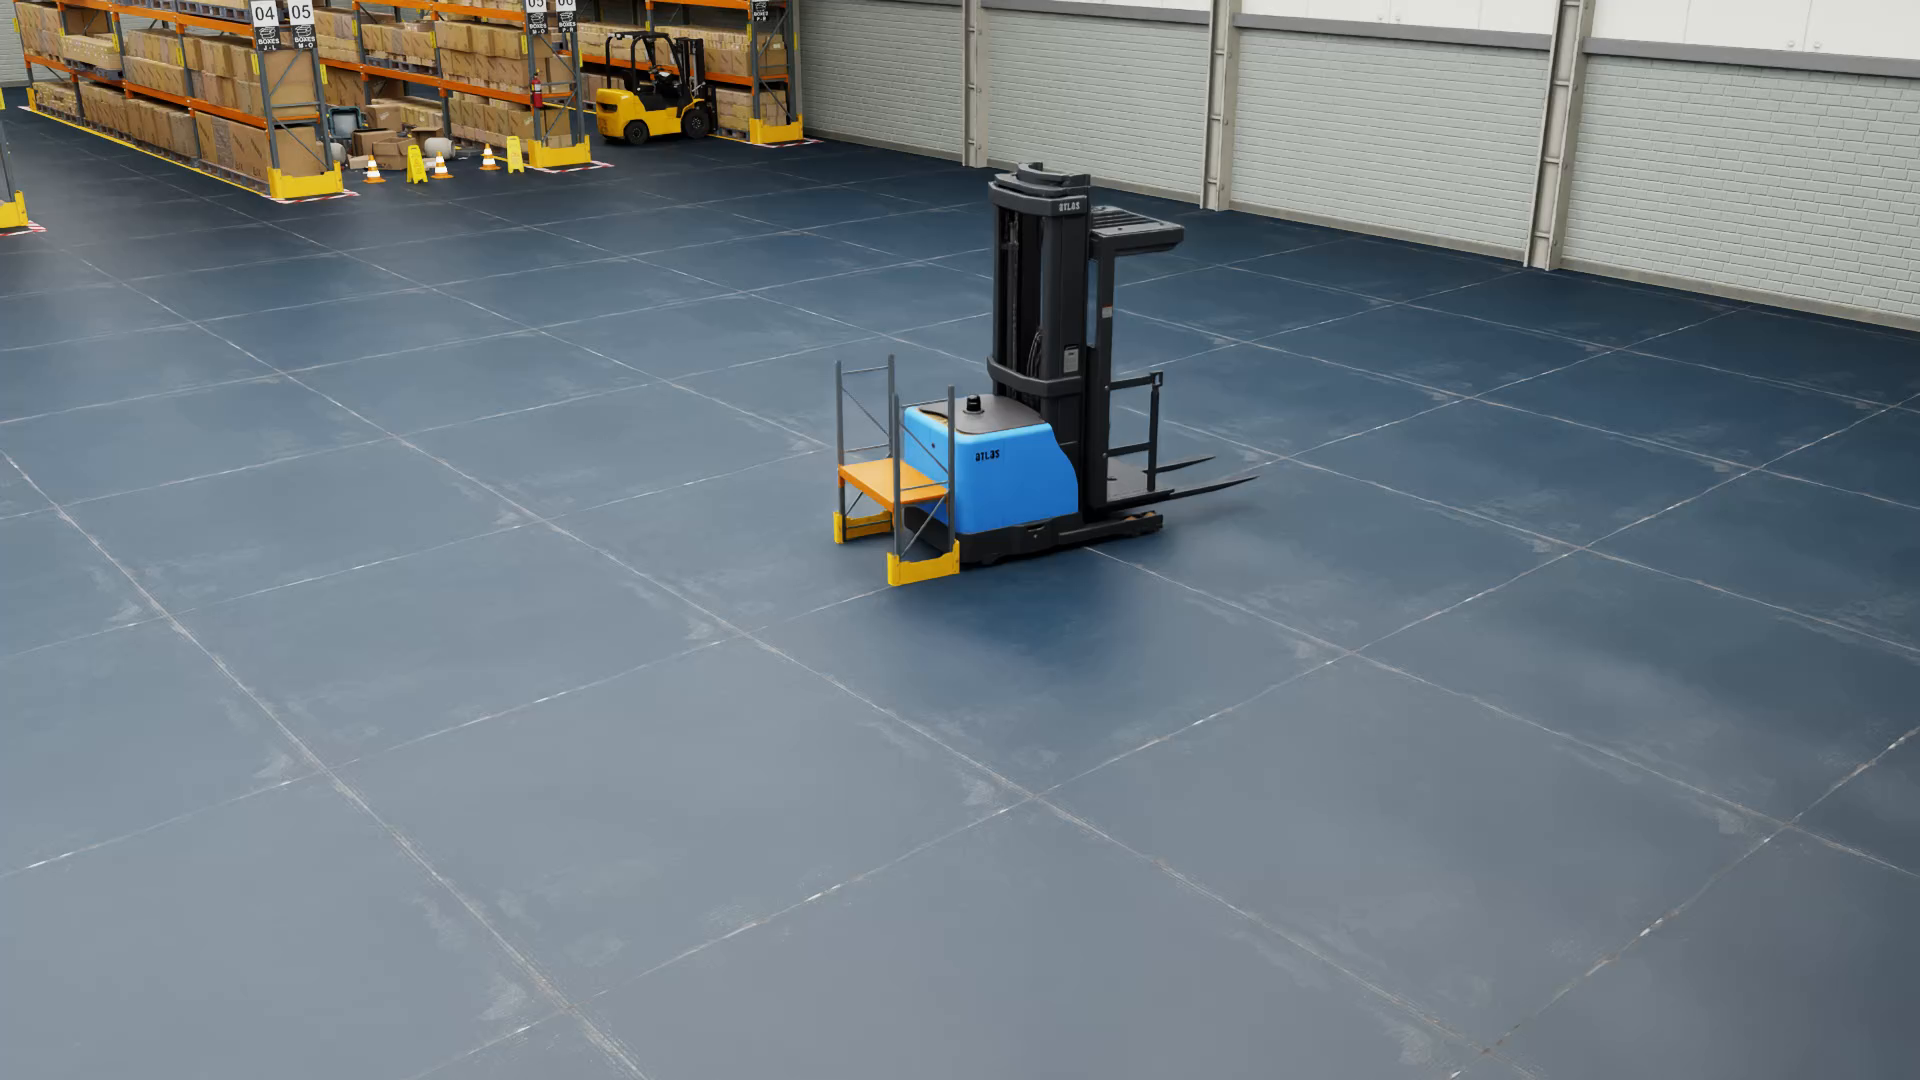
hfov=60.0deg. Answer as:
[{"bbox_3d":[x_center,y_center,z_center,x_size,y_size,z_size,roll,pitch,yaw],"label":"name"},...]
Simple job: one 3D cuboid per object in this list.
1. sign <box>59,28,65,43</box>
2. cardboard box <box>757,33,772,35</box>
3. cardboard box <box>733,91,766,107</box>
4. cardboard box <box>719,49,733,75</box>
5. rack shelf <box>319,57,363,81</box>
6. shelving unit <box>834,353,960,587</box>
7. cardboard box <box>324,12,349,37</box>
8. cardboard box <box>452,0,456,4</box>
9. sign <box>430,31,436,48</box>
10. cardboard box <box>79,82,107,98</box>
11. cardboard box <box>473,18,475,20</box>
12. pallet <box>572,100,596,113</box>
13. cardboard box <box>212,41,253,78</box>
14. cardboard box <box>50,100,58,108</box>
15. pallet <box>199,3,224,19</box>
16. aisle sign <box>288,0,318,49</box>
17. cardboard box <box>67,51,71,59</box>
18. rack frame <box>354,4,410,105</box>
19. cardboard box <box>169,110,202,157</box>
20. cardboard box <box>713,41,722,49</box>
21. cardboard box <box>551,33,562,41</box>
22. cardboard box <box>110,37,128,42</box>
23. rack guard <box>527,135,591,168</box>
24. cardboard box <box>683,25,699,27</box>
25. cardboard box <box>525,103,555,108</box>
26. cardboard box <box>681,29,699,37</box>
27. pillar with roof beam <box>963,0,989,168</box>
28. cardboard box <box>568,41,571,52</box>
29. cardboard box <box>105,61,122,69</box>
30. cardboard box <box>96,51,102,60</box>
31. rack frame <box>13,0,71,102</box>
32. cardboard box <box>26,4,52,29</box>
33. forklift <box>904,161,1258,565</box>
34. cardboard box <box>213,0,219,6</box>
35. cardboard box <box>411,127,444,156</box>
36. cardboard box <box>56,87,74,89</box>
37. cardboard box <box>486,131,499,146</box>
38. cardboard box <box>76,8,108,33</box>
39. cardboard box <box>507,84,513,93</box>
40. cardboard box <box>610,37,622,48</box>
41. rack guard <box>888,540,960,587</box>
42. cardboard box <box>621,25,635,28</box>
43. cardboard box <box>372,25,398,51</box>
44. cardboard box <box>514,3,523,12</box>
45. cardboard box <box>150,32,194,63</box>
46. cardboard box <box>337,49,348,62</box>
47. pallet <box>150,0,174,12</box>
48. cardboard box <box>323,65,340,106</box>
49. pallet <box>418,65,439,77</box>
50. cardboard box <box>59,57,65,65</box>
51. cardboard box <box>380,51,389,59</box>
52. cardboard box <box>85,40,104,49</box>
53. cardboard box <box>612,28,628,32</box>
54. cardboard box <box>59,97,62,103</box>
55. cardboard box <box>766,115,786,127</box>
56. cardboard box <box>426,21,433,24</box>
[{"bbox_3d":[-19.535,-10.973,36.201,0.100,0.325,0.005,-17,27,-37],"label":"sign"},{"bbox_3d":[-4.038,-10.494,34.730,0.380,0.149,0.250,-16,27,-36],"label":"cardboard box"},{"bbox_3d":[-4.391,-9.209,34.706,0.500,0.250,0.500,-16,27,-36],"label":"cardboard box"},{"bbox_3d":[-4.706,-10.041,34.869,0.500,0.500,0.500,-16,27,-36],"label":"cardboard box"},{"bbox_3d":[-14.139,-11.020,38.494,1.077,0.370,4.000,-17,27,-37],"label":"rack shelf"},{"bbox_3d":[-0.510,-0.567,12.874,0.587,1.500,1.083,-11,24,-26],"label":"shelving unit"},{"bbox_3d":[-14.030,-11.674,37.669,0.500,0.500,0.500,-17,27,-37],"label":"cardboard box"},{"bbox_3d":[-9.831,-10.705,32.934,0.380,0.149,0.250,-17,27,-37],"label":"cardboard box"},{"bbox_3d":[-10.641,-10.104,33.580,0.100,0.325,0.005,-17,27,-37],"label":"sign"},{"bbox_3d":[-18.847,-9.815,36.255,0.500,0.250,0.500,-19,28,-40],"label":"cardboard box"},{"bbox_3d":[-12.800,-13.775,44.339,0.500,0.250,0.500,-18,27,-38],"label":"cardboard box"},{"bbox_3d":[-8.568,-10.450,39.876,1.003,0.211,1.213,-17,27,-37],"label":"pallet"},{"bbox_3d":[-12.645,-8.503,29.394,0.875,0.550,0.500,-17,27,-37],"label":"cardboard box"},{"bbox_3d":[-20.821,-10.100,38.491,0.380,0.149,0.250,-19,28,-40],"label":"cardboard box"},{"bbox_3d":[-12.589,-9.281,29.076,1.003,0.211,1.213,-17,27,-37],"label":"pallet"},{"bbox_3d":[-11.022,-8.648,27.887,0.394,0.787,0.004,-17,27,-37],"label":"aisle sign"},{"bbox_3d":[-19.035,-10.487,35.914,0.380,0.149,0.250,-17,27,-37],"label":"cardboard box"},{"bbox_3d":[-12.834,-10.803,36.952,1.000,3.000,0.127,-17,27,-37],"label":"rack frame"},{"bbox_3d":[-14.380,-7.789,31.768,1.050,0.750,0.750,-18,27,-38],"label":"cardboard box"},{"bbox_3d":[-4.968,-10.436,34.990,0.380,0.149,0.250,-19,28,-39],"label":"cardboard box"},{"bbox_3d":[-9.795,-12.154,40.171,0.380,0.149,0.250,-17,27,-36],"label":"cardboard box"},{"bbox_3d":[-17.869,-10.632,35.470,0.380,0.149,0.250,-19,28,-40],"label":"cardboard box"},{"bbox_3d":[-7.662,-7.450,31.818,1.175,0.500,0.348,-17,27,-37],"label":"rack guard"},{"bbox_3d":[-5.895,-11.272,36.716,0.380,0.149,0.250,-18,28,-39],"label":"cardboard box"},{"bbox_3d":[-8.289,-8.295,32.717,0.500,0.500,0.500,-19,28,-39],"label":"cardboard box"},{"bbox_3d":[-5.789,-10.929,35.839,0.380,0.149,0.250,-18,28,-38],"label":"cardboard box"},{"bbox_3d":[-2.971,-10.293,27.424,9.100,9.000,0.400,-17,27,-37],"label":"pillar with roof beam"},{"bbox_3d":[-8.971,-11.735,39.537,0.500,0.250,0.500,-17,27,-37],"label":"cardboard box"},{"bbox_3d":[-17.188,-9.702,33.910,0.380,0.149,0.250,-17,27,-37],"label":"cardboard box"},{"bbox_3d":[-17.535,-9.987,34.230,0.380,0.149,0.250,-17,27,-36],"label":"cardboard box"},{"bbox_3d":[-21.740,-11.807,39.515,1.000,3.000,0.127,-17,27,-37],"label":"rack frame"},{"bbox_3d":[-20.991,-11.983,38.050,0.500,0.500,0.500,-18,28,-39],"label":"cardboard box"},{"bbox_3d":[1.081,-1.541,13.399,3.031,2.935,1.130,-12,24,-27],"label":"forklift"},{"bbox_3d":[-12.599,-9.270,28.558,0.380,0.149,0.250,-17,27,-37],"label":"cardboard box"},{"bbox_3d":[-10.554,-7.915,33.003,0.500,0.500,0.500,0,21,-1],"label":"cardboard box"},{"bbox_3d":[-20.545,-10.321,38.239,0.380,0.149,0.250,-17,27,-37],"label":"cardboard box"},{"bbox_3d":[-9.021,-7.955,32.877,0.500,0.250,0.500,-19,28,-39],"label":"cardboard box"},{"bbox_3d":[-19.239,-11.535,36.905,0.500,0.500,0.500,-17,27,-36],"label":"cardboard box"},{"bbox_3d":[-8.419,-8.647,31.794,0.380,0.149,0.250,-18,28,-38],"label":"cardboard box"},{"bbox_3d":[-7.650,-11.401,38.000,0.500,0.250,0.500,-17,27,-36],"label":"cardboard box"},{"bbox_3d":[-0.275,0.175,12.693,0.587,0.250,0.087,-11,24,-26],"label":"rack guard"},{"bbox_3d":[-7.694,-11.873,38.657,0.380,0.149,0.250,-16,27,-36],"label":"cardboard box"},{"bbox_3d":[-12.370,-10.862,35.982,0.500,0.500,0.500,-16,26,-35],"label":"cardboard box"},{"bbox_3d":[-8.057,-9.904,30.889,0.380,0.149,0.250,-17,27,-37],"label":"cardboard box"},{"bbox_3d":[-15.231,-9.560,32.272,0.700,0.500,0.500,-18,28,-38],"label":"cardboard box"},{"bbox_3d":[-13.706,-10.948,37.529,0.500,0.250,0.500,-17,27,-37],"label":"cardboard box"},{"bbox_3d":[-14.543,-10.040,31.155,0.805,0.209,1.217,-19,28,-39],"label":"pallet"},{"bbox_3d":[-14.384,-10.714,39.063,0.875,0.875,0.875,-16,27,-36],"label":"cardboard box"},{"bbox_3d":[-10.612,-9.854,34.793,1.003,0.211,1.213,-17,27,-37],"label":"pallet"},{"bbox_3d":[-19.743,-10.653,36.914,0.380,0.149,0.250,-18,28,-39],"label":"cardboard box"},{"bbox_3d":[-12.296,-10.494,35.932,0.380,0.149,0.250,-17,27,-37],"label":"cardboard box"},{"bbox_3d":[-18.028,-10.336,34.714,0.380,0.149,0.250,-16,26,-35],"label":"cardboard box"},{"bbox_3d":[-7.713,-11.616,38.003,0.380,0.149,0.250,-17,27,-37],"label":"cardboard box"},{"bbox_3d":[-20.380,-10.098,38.079,0.380,0.149,0.250,-19,28,-40],"label":"cardboard box"},{"bbox_3d":[-4.026,-8.873,35.219,0.500,0.250,0.500,-17,27,-37],"label":"cardboard box"},{"bbox_3d":[-11.049,-10.870,35.114,0.380,0.149,0.250,-16,26,-35],"label":"cardboard box"}]
